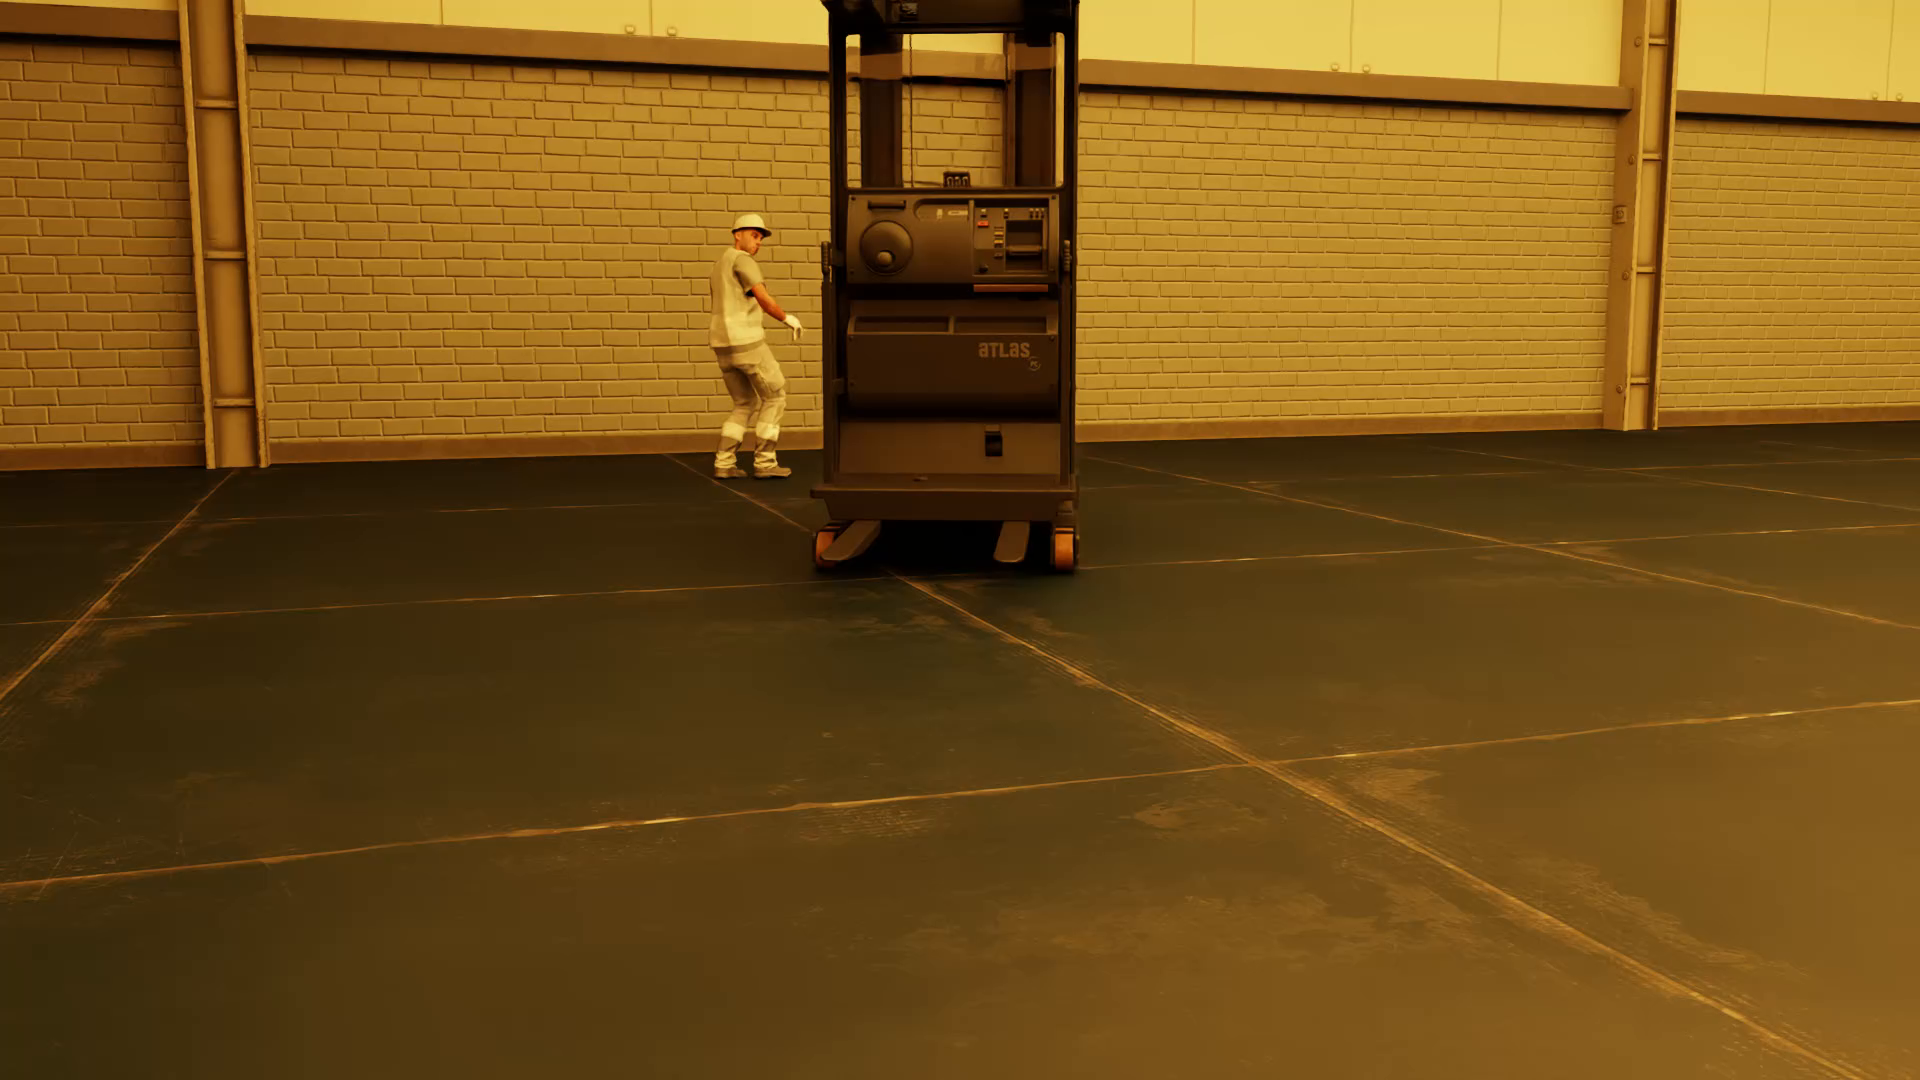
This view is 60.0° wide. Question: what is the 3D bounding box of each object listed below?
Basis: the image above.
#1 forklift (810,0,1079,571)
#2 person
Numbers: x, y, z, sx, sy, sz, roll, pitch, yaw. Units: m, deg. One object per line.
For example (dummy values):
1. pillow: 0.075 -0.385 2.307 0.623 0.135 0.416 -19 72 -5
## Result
1. forklift: -0.043 -1.364 7.074 1.130 2.935 3.031 0 8 4
2. person: -1.360 -1.245 10.815 0.576 1.727 0.776 -7 10 -40
